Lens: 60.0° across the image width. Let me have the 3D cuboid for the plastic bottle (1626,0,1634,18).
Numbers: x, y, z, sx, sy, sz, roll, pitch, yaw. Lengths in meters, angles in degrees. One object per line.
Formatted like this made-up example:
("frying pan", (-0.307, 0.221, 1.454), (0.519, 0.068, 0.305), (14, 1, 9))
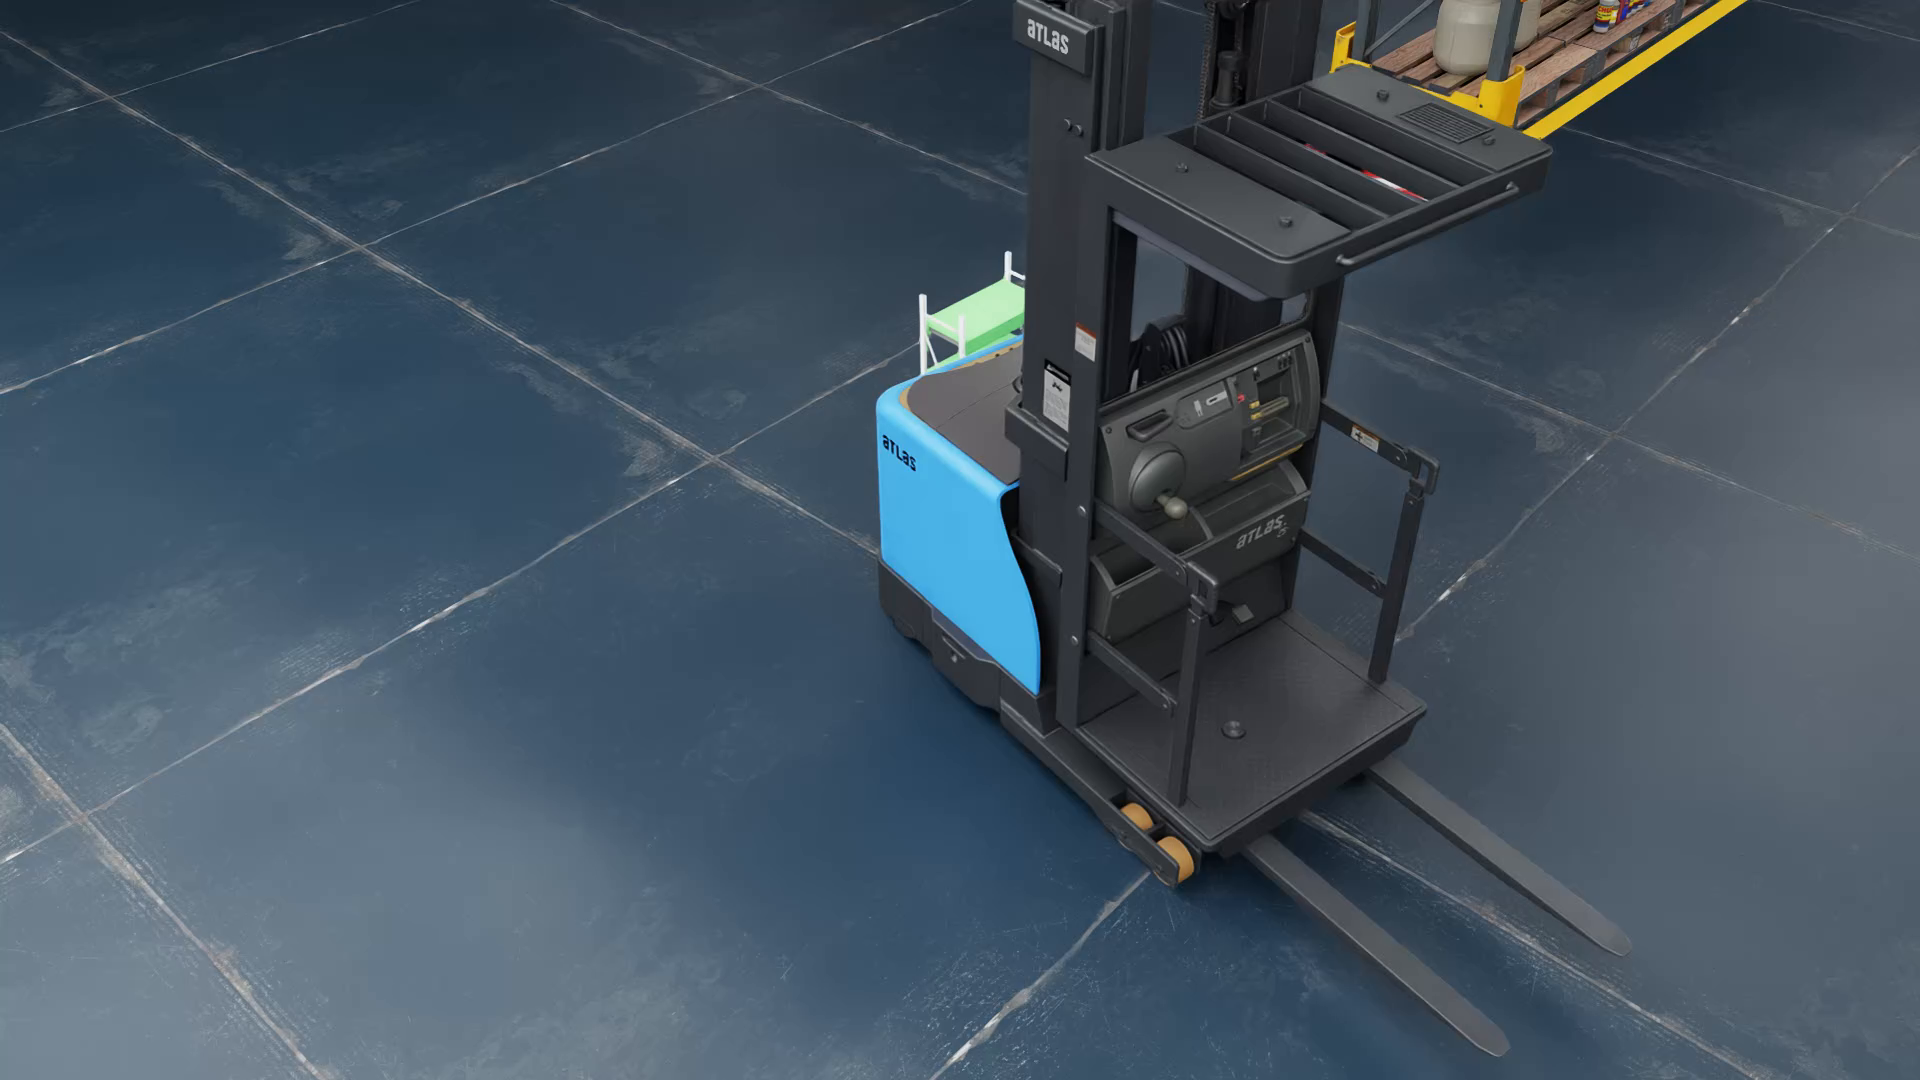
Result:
("plastic bottle", (4.554, -3.708, 11.342), (0.097, 0.271, 0.097), (0, 38, 0))

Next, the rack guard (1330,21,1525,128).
("rack guard", (2.887, -2.821, 10.396), (1.175, 0.500, 0.348), (30, 47, 32))

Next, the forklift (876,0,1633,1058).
("forklift", (0.957, -0.306, 5.280), (1.130, 2.935, 3.031), (-25, 45, -28))

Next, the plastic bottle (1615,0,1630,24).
("plastic bottle", (4.489, -3.652, 11.262), (0.061, 0.283, 0.133), (30, 48, 33))

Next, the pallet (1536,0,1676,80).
("pallet", (4.262, -3.637, 11.654), (1.003, 0.211, 1.213), (30, 47, 32))

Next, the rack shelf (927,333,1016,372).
("rack shelf", (0.104, -0.688, 6.869), (0.258, 0.148, 0.480), (32, 48, 34))

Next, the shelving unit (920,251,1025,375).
("shelving unit", (0.104, -0.550, 6.978), (0.258, 1.200, 0.503), (32, 48, 34))

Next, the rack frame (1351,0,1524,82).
("rack frame", (2.870, -3.744, 9.549), (1.000, 3.000, 0.127), (30, 47, 32))

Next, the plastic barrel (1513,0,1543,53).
("plastic barrel", (3.596, -3.500, 10.903), (0.421, 0.512, 0.421), (0, 38, 0))

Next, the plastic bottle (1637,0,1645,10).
("plastic bottle", (4.689, -3.772, 11.479), (0.097, 0.201, 0.097), (0, 38, 0))

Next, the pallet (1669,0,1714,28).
("pallet", (5.085, -4.200, 12.362), (1.003, 0.211, 1.213), (30, 47, 32))

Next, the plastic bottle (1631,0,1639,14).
("plastic bottle", (4.622, -3.754, 11.400), (0.097, 0.271, 0.097), (0, 38, 0))

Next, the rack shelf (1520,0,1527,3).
("rack shelf", (4.219, -4.382, 10.928), (1.077, 0.370, 4.000), (30, 47, 32))

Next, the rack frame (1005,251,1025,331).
("rack frame", (0.276, -0.658, 7.114), (0.240, 1.200, 0.015), (32, 48, 34))

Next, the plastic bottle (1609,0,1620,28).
("plastic bottle", (4.393, -3.571, 11.226), (0.097, 0.201, 0.097), (0, 38, 0))

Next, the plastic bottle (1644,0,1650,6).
("plastic bottle", (4.759, -3.847, 11.517), (0.097, 0.271, 0.097), (0, 38, 0))

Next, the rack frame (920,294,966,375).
("rack frame", (-0.068, -0.443, 6.843), (0.240, 1.200, 0.015), (32, 48, 34))

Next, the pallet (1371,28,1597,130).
("pallet", (3.439, -3.079, 10.952), (1.003, 0.211, 1.213), (30, 47, 32))

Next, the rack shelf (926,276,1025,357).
("rack shelf", (0.104, -0.876, 6.719), (0.258, 0.148, 0.480), (32, 48, 34))

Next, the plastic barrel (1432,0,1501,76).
("plastic barrel", (3.258, -3.270, 10.613), (0.421, 0.512, 0.421), (0, 38, 0))

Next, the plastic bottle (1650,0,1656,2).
("plastic bottle", (4.827, -3.867, 11.598), (0.097, 0.201, 0.097), (0, 38, 0))

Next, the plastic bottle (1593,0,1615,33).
("plastic bottle", (4.323, -3.551, 11.144), (0.097, 0.271, 0.097), (0, 38, 0))
